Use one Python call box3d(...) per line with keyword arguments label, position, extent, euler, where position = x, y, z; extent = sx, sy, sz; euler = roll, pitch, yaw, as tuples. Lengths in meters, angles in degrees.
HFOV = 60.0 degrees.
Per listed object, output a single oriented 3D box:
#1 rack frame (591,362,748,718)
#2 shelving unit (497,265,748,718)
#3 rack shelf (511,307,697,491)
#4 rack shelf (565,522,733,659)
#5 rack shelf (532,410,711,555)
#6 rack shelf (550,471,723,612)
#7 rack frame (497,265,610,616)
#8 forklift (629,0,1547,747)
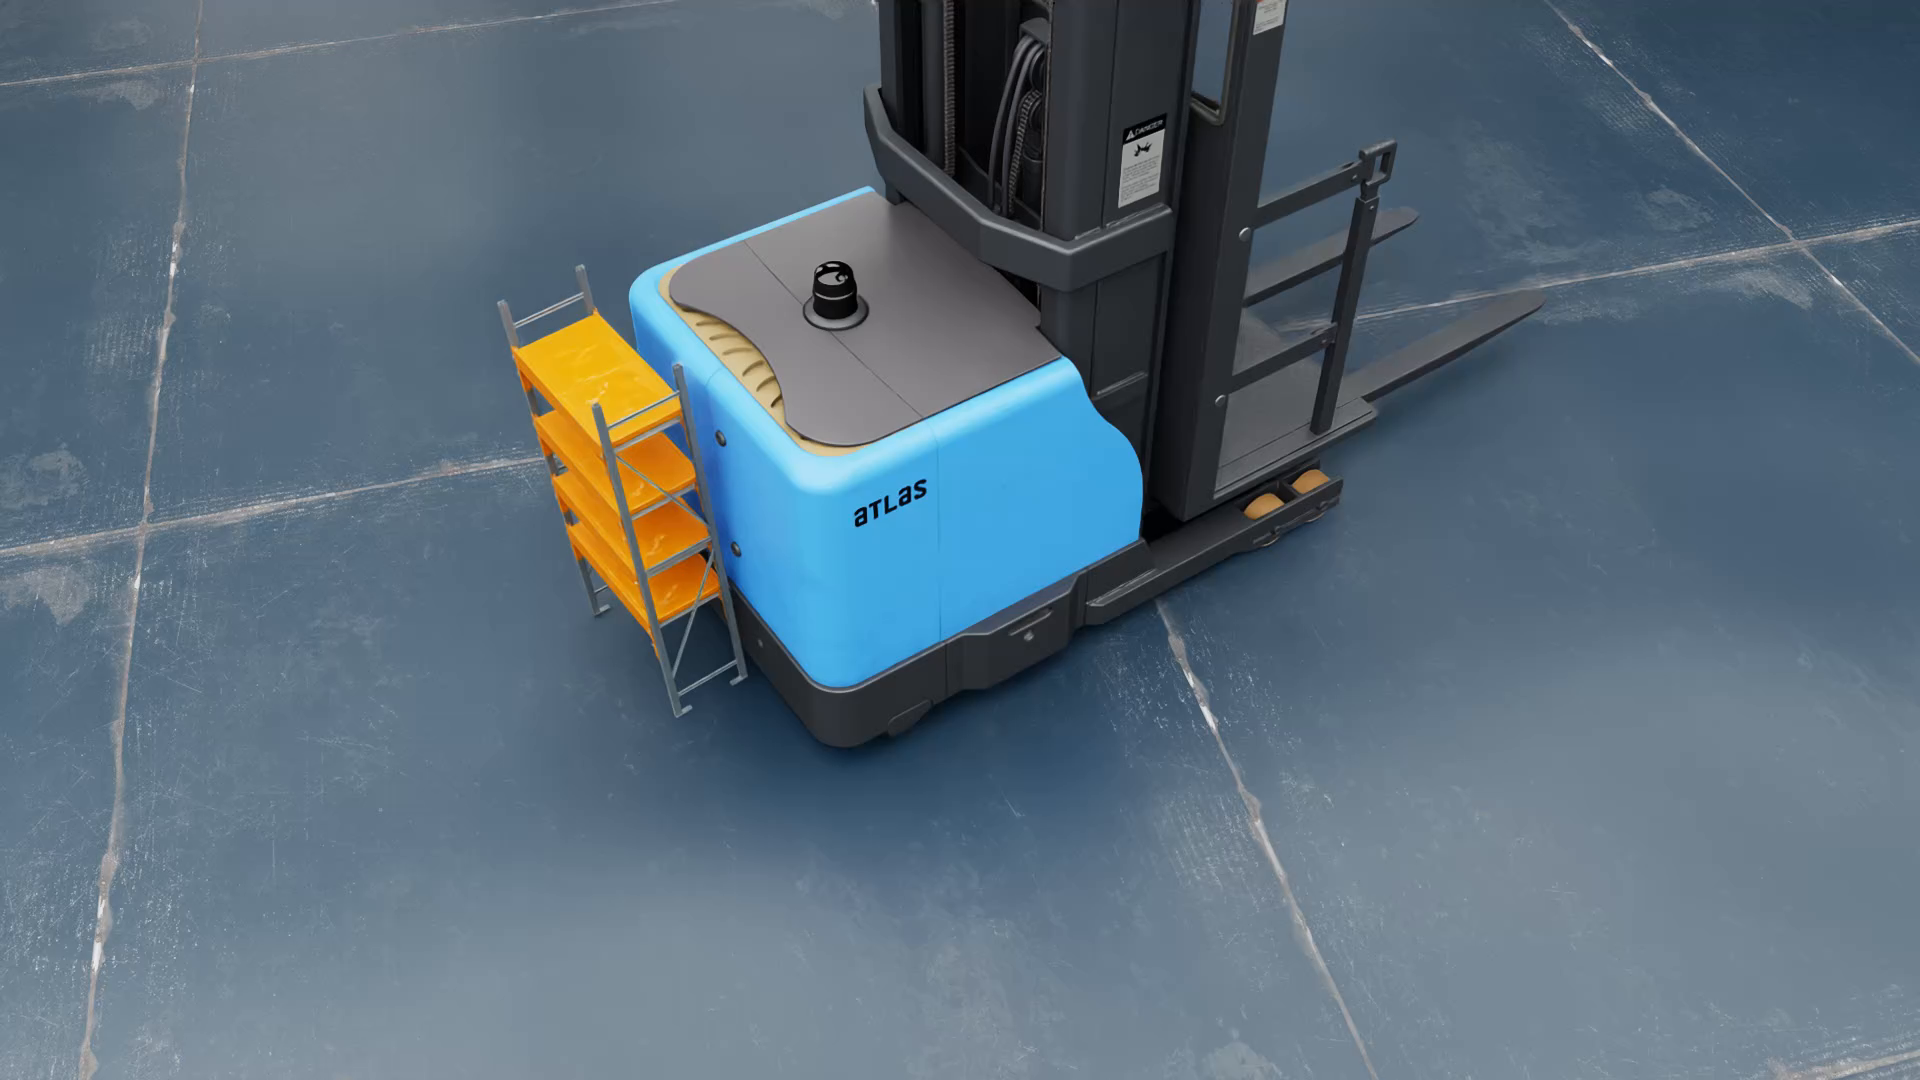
box3d(label="rack frame", position=(-0.739, 0.042, 4.360), extent=(0.240, 1.200, 0.015), euler=(-30, 53, -23))
box3d(label="shelving unit", position=(-0.886, -0.097, 4.496), extent=(0.258, 1.200, 0.503), euler=(-30, 53, -23))
box3d(label="rack shelf", position=(-0.901, -0.364, 4.208), extent=(0.258, 0.148, 0.480), euler=(-30, 53, -23))
box3d(label="rack shelf", position=(-0.877, 0.084, 4.691), extent=(0.258, 0.148, 0.480), euler=(-30, 53, -23))
box3d(label="rack shelf", position=(-0.892, -0.203, 4.382), extent=(0.258, 0.148, 0.480), euler=(-30, 53, -23))
box3d(label="rack shelf", position=(-0.884, -0.051, 4.546), extent=(0.258, 0.148, 0.480), euler=(-30, 53, -23))
box3d(label="rack frame", position=(-1.034, -0.236, 4.633), extent=(0.240, 1.200, 0.015), euler=(-30, 53, -23))
box3d(label="forklift", position=(0.601, -1.294, 4.466), extent=(3.031, 2.935, 1.130), euler=(-26, 51, -23))
